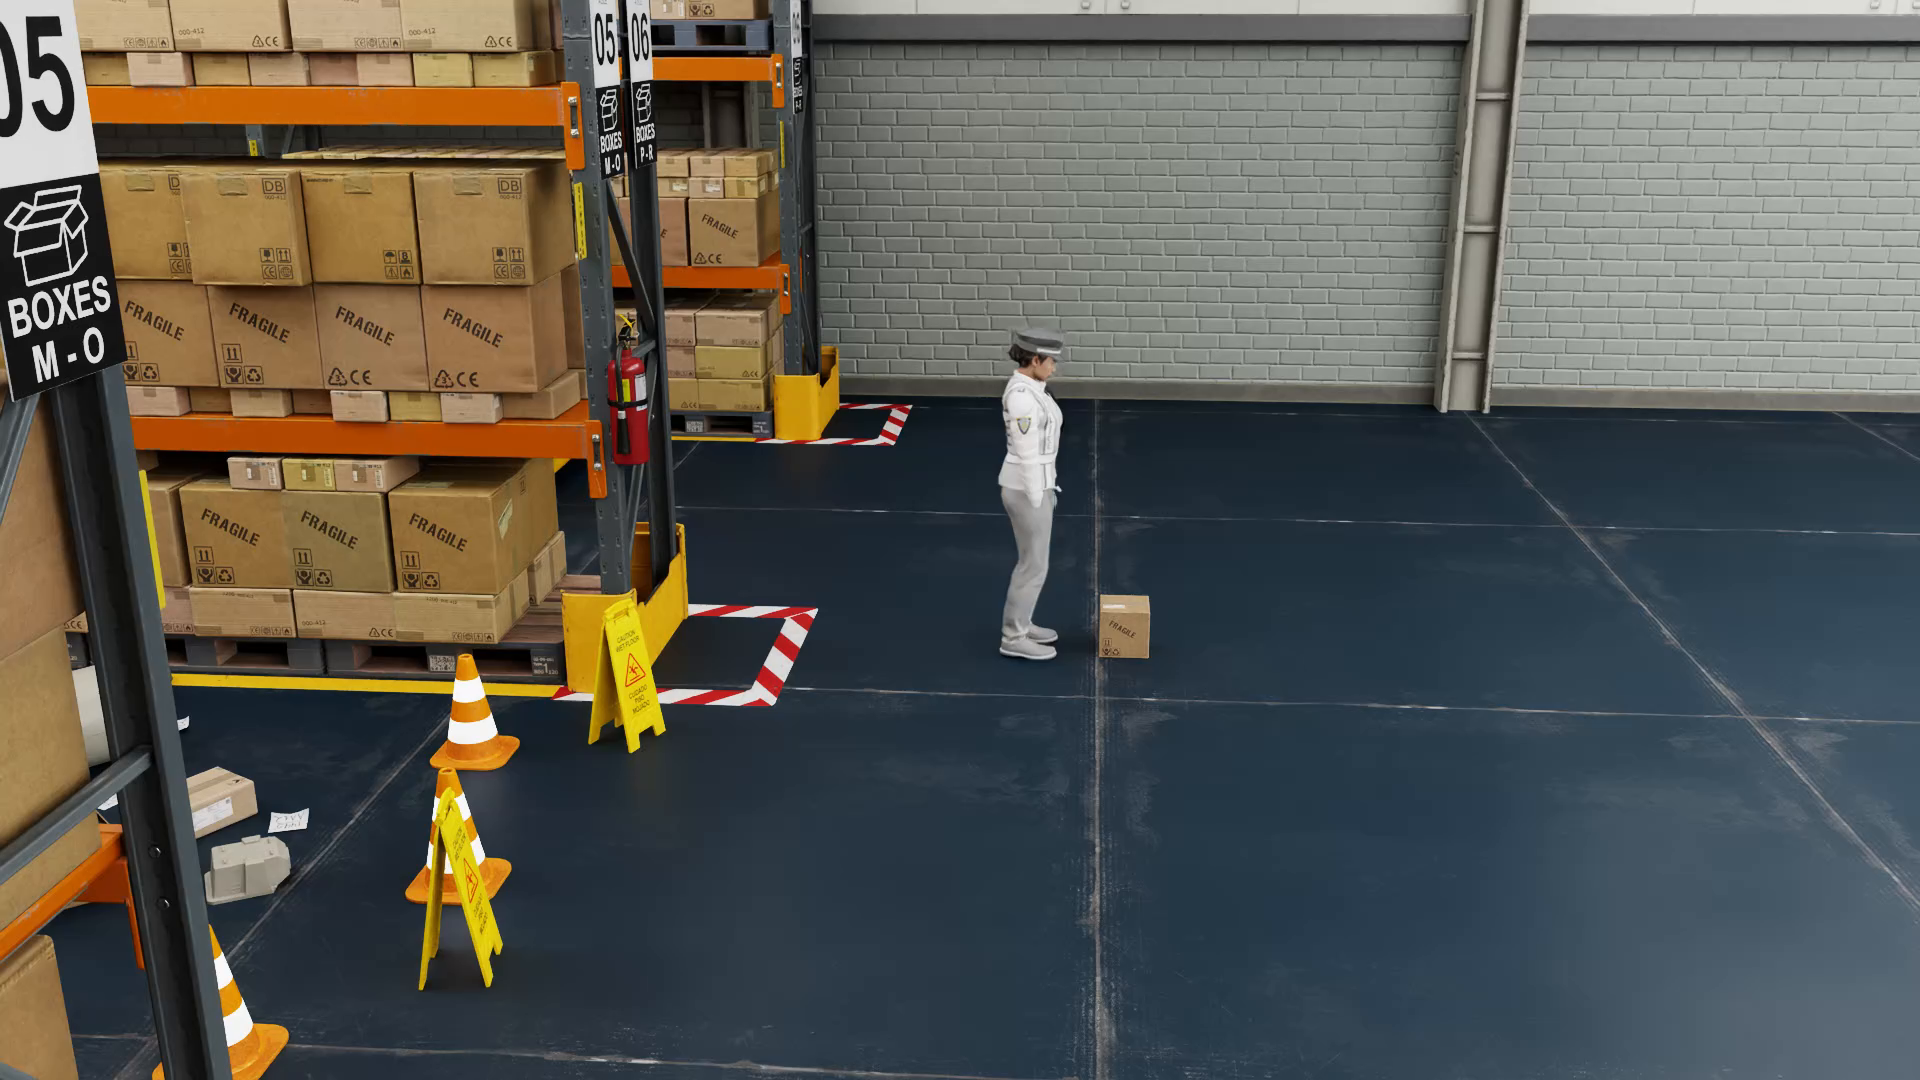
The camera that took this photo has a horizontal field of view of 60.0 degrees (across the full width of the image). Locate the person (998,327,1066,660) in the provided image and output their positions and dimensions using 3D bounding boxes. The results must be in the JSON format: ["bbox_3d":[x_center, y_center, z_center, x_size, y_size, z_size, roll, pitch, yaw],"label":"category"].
[{"bbox_3d":[0.355,-0.243,8.333,0.327,1.661,0.474,2,18,5],"label":"person"}]
